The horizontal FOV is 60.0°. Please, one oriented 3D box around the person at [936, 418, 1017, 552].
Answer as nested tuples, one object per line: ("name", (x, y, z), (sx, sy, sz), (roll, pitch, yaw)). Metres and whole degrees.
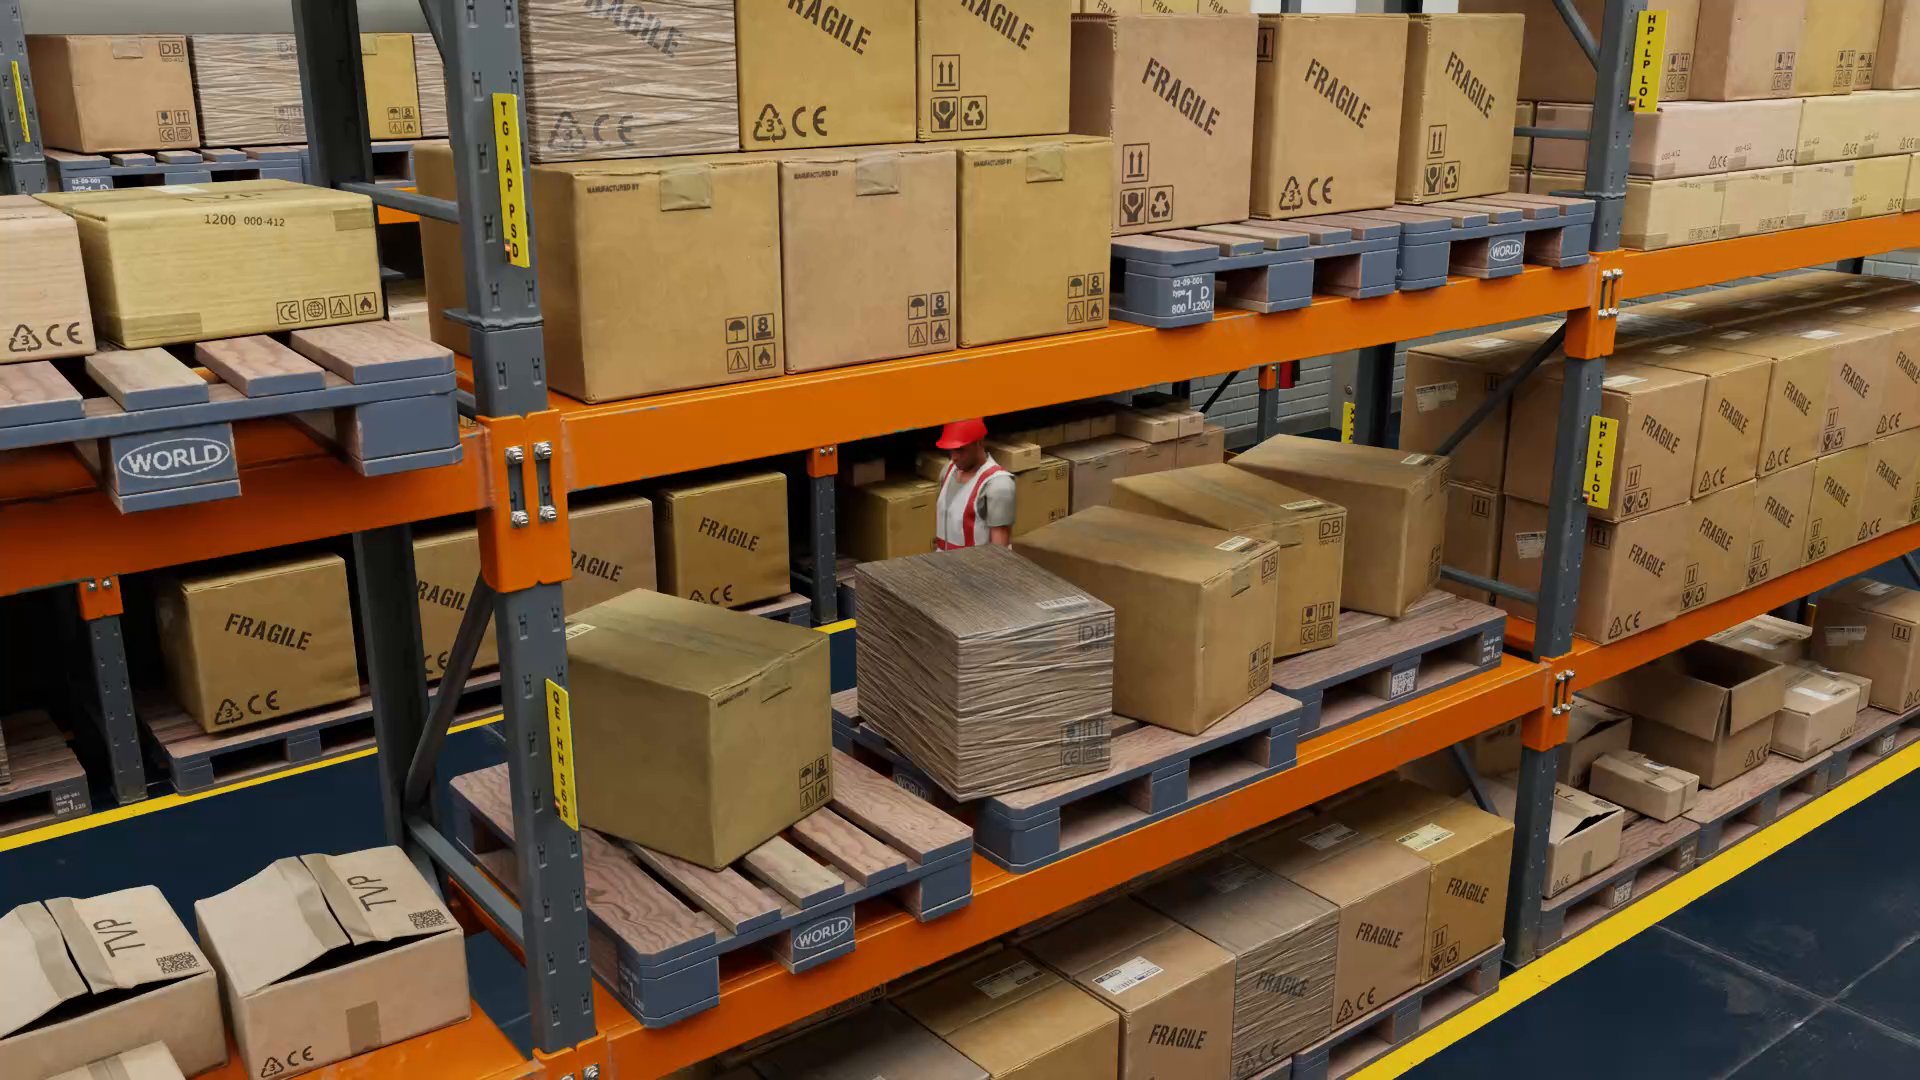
("person", (0.041, 0.207, 8.383), (0.371, 1.776, 0.530), (-13, 22, -35))
